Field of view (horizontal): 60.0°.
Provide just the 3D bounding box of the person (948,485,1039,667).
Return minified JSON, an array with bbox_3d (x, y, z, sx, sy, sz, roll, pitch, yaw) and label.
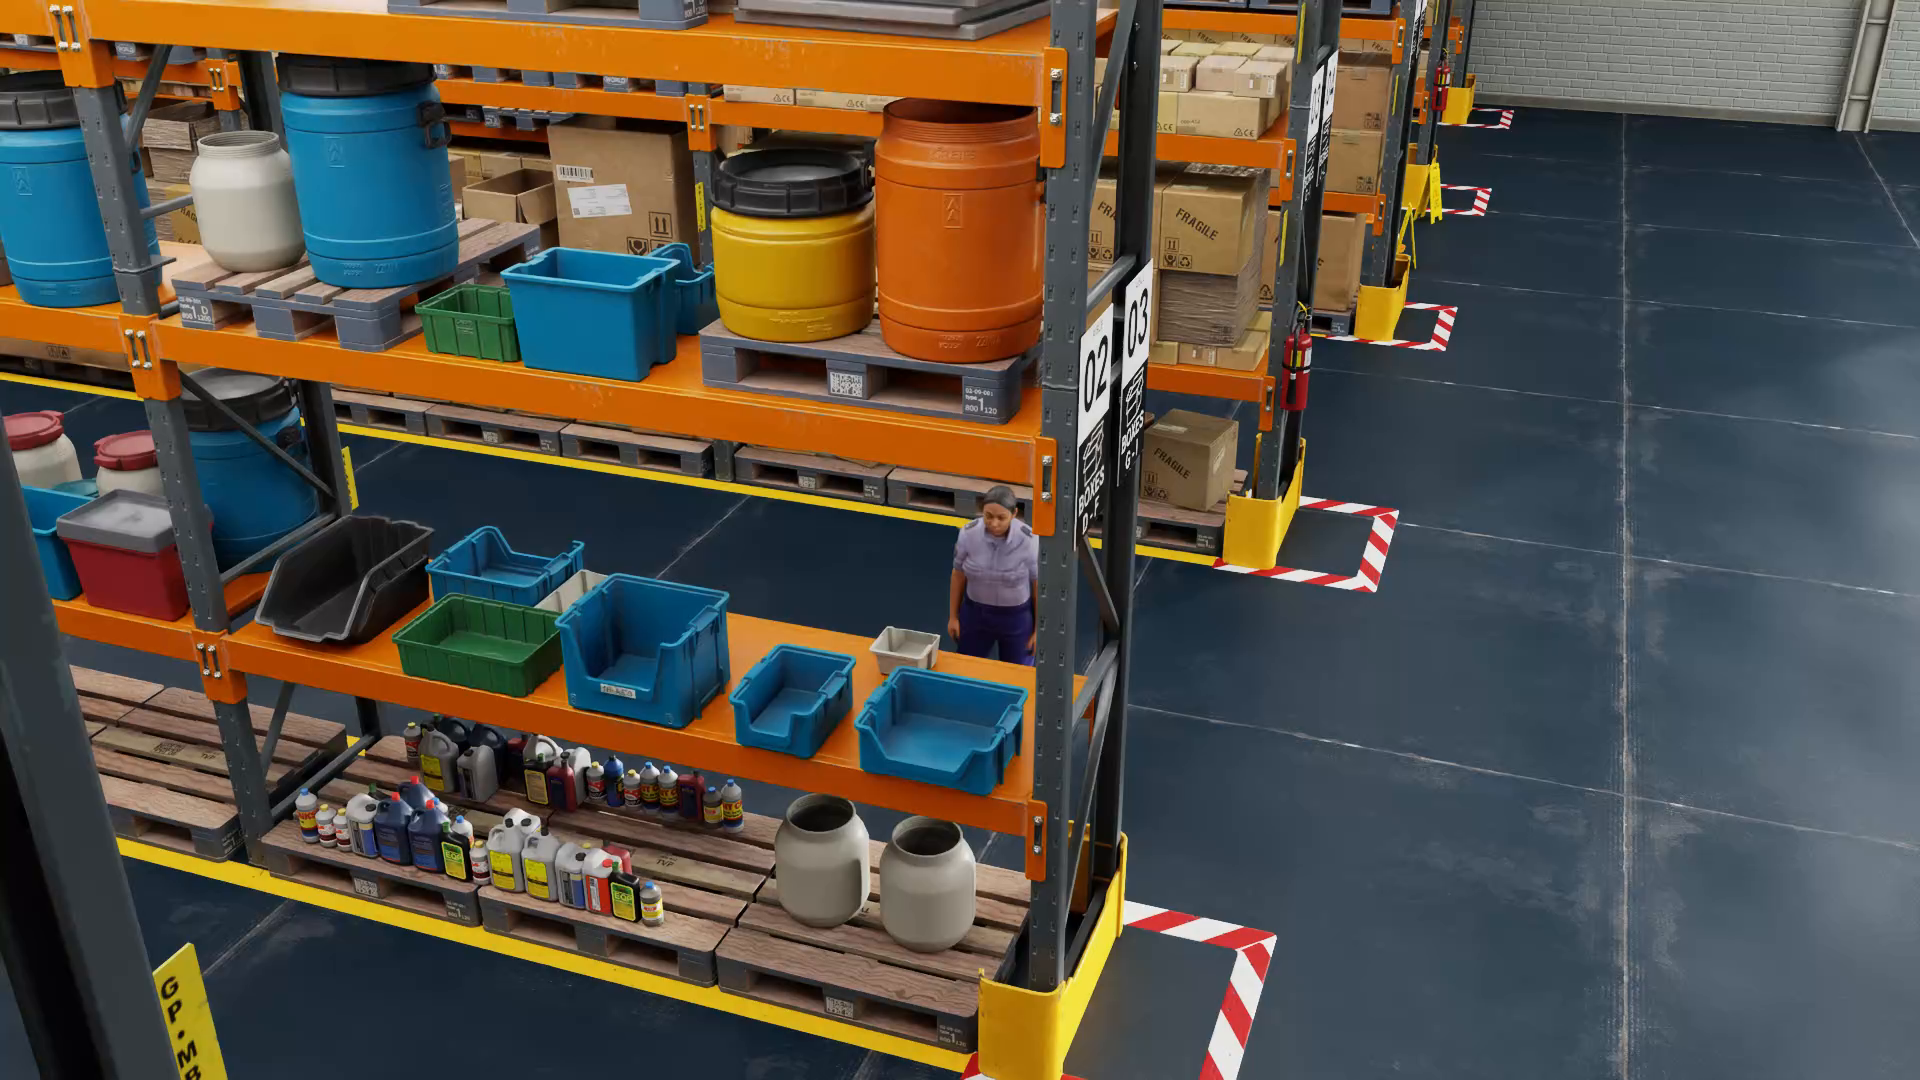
[{"bbox_3d":[0.181,0.444,8.649,0.553,1.650,0.374,7,27,15],"label":"person"}]
